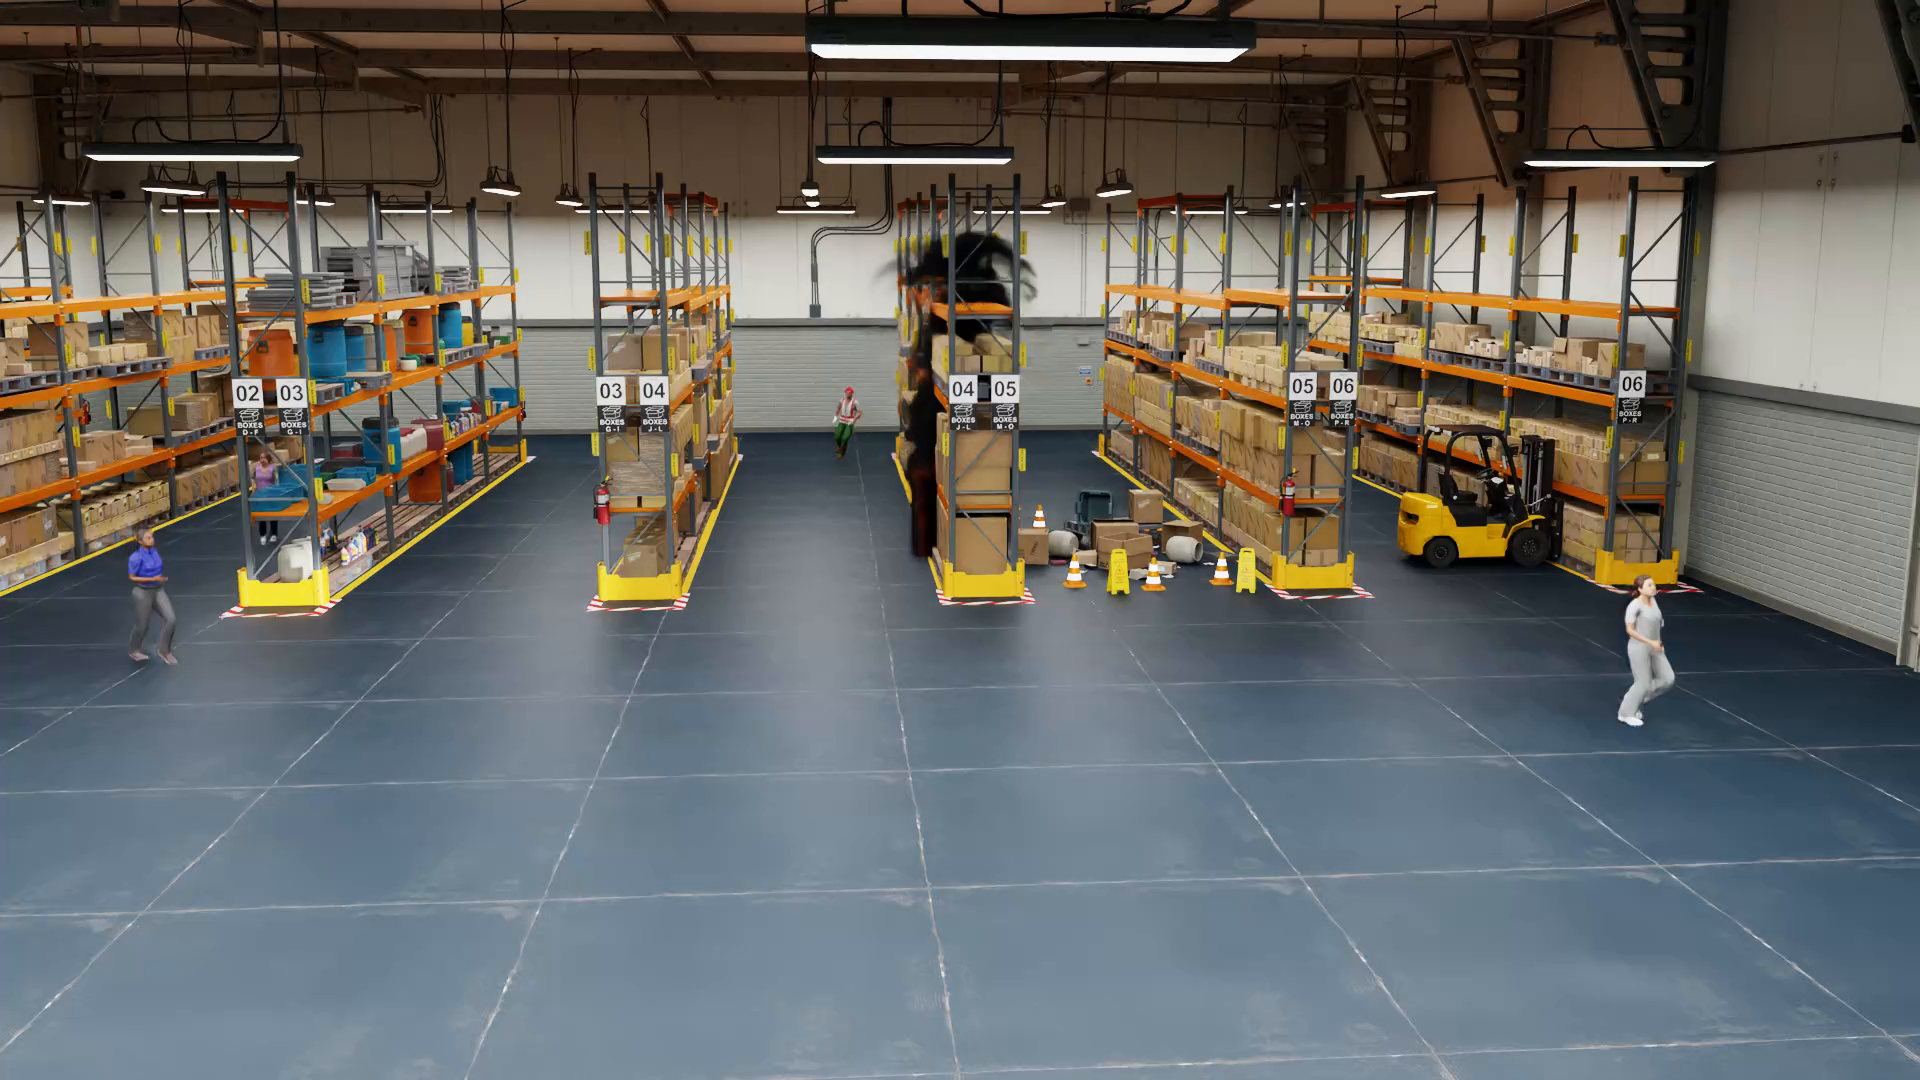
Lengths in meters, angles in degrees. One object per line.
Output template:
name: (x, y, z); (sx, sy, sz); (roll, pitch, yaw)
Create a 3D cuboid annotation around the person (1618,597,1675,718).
person: (7.194, 1.254, 17.449); (0.539, 1.329, 0.534); (-7, 12, -34)

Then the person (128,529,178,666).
person: (-9.759, 0.706, 20.008); (0.738, 1.703, 0.563); (4, 11, 22)

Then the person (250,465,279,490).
person: (-11.701, -0.984, 28.000); (0.510, 0.582, 0.425); (-3, 10, -15)

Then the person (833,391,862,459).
person: (-2.692, -2.728, 39.594); (0.782, 1.588, 0.537); (3, 10, 16)
